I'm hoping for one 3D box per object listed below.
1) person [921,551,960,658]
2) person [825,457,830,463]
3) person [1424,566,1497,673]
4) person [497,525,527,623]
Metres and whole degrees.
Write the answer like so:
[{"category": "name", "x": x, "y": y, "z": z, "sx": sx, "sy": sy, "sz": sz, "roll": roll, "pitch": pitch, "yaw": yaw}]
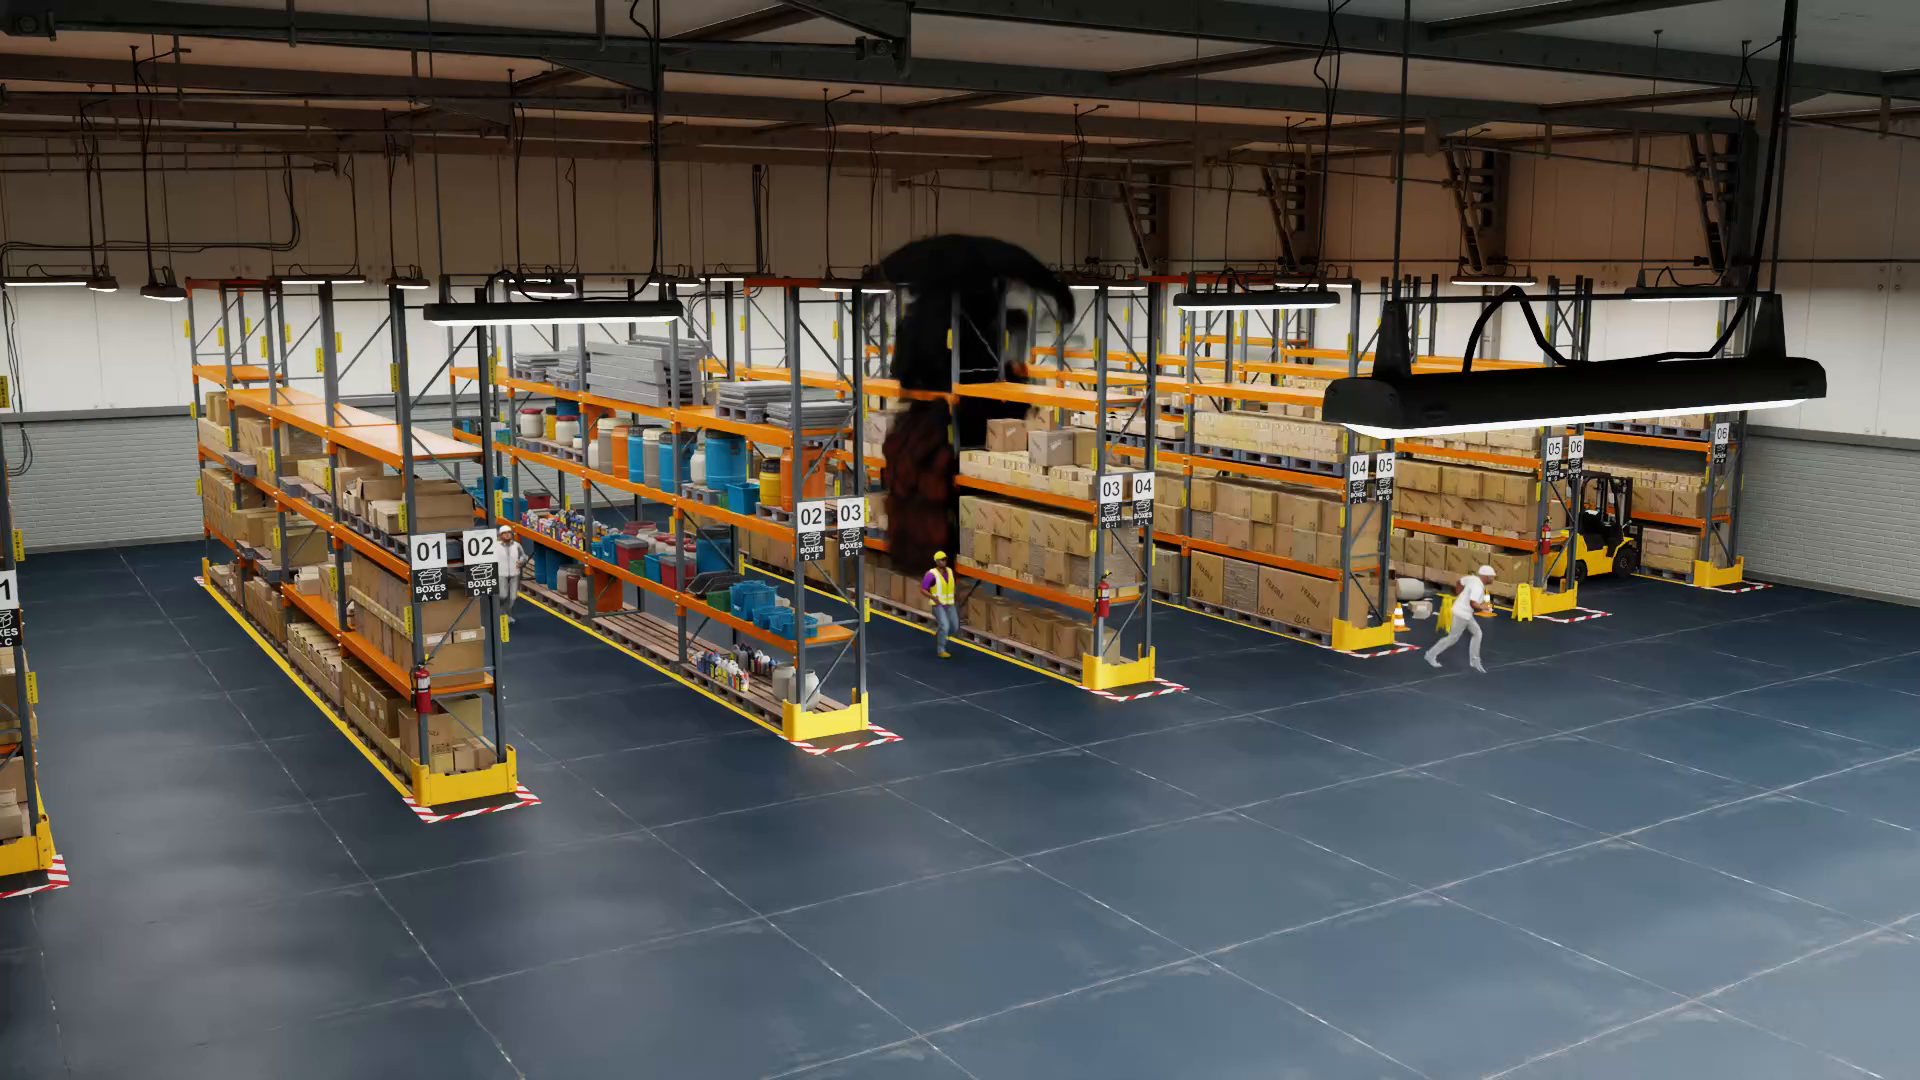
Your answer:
[{"category": "person", "x": -0.291, "y": 1.029, "z": 26.728, "sx": 0.696, "sy": 1.716, "sz": 0.605, "roll": -7, "pitch": 12, "yaw": -36}, {"category": "person", "x": -3.316, "y": -1.192, "z": 39.935, "sx": 0.714, "sy": 1.711, "sz": 0.550, "roll": 0, "pitch": 10, "yaw": -3}, {"category": "person", "x": 7.756, "y": 1.231, "z": 25.799, "sx": 1.046, "sy": 1.718, "sz": 0.745, "roll": 1, "pitch": 10, "yaw": 9}, {"category": "person", "x": -7.924, "y": 0.610, "z": 29.140, "sx": 0.703, "sy": 1.743, "sz": 0.542, "roll": -5, "pitch": 11, "yaw": -27}]
